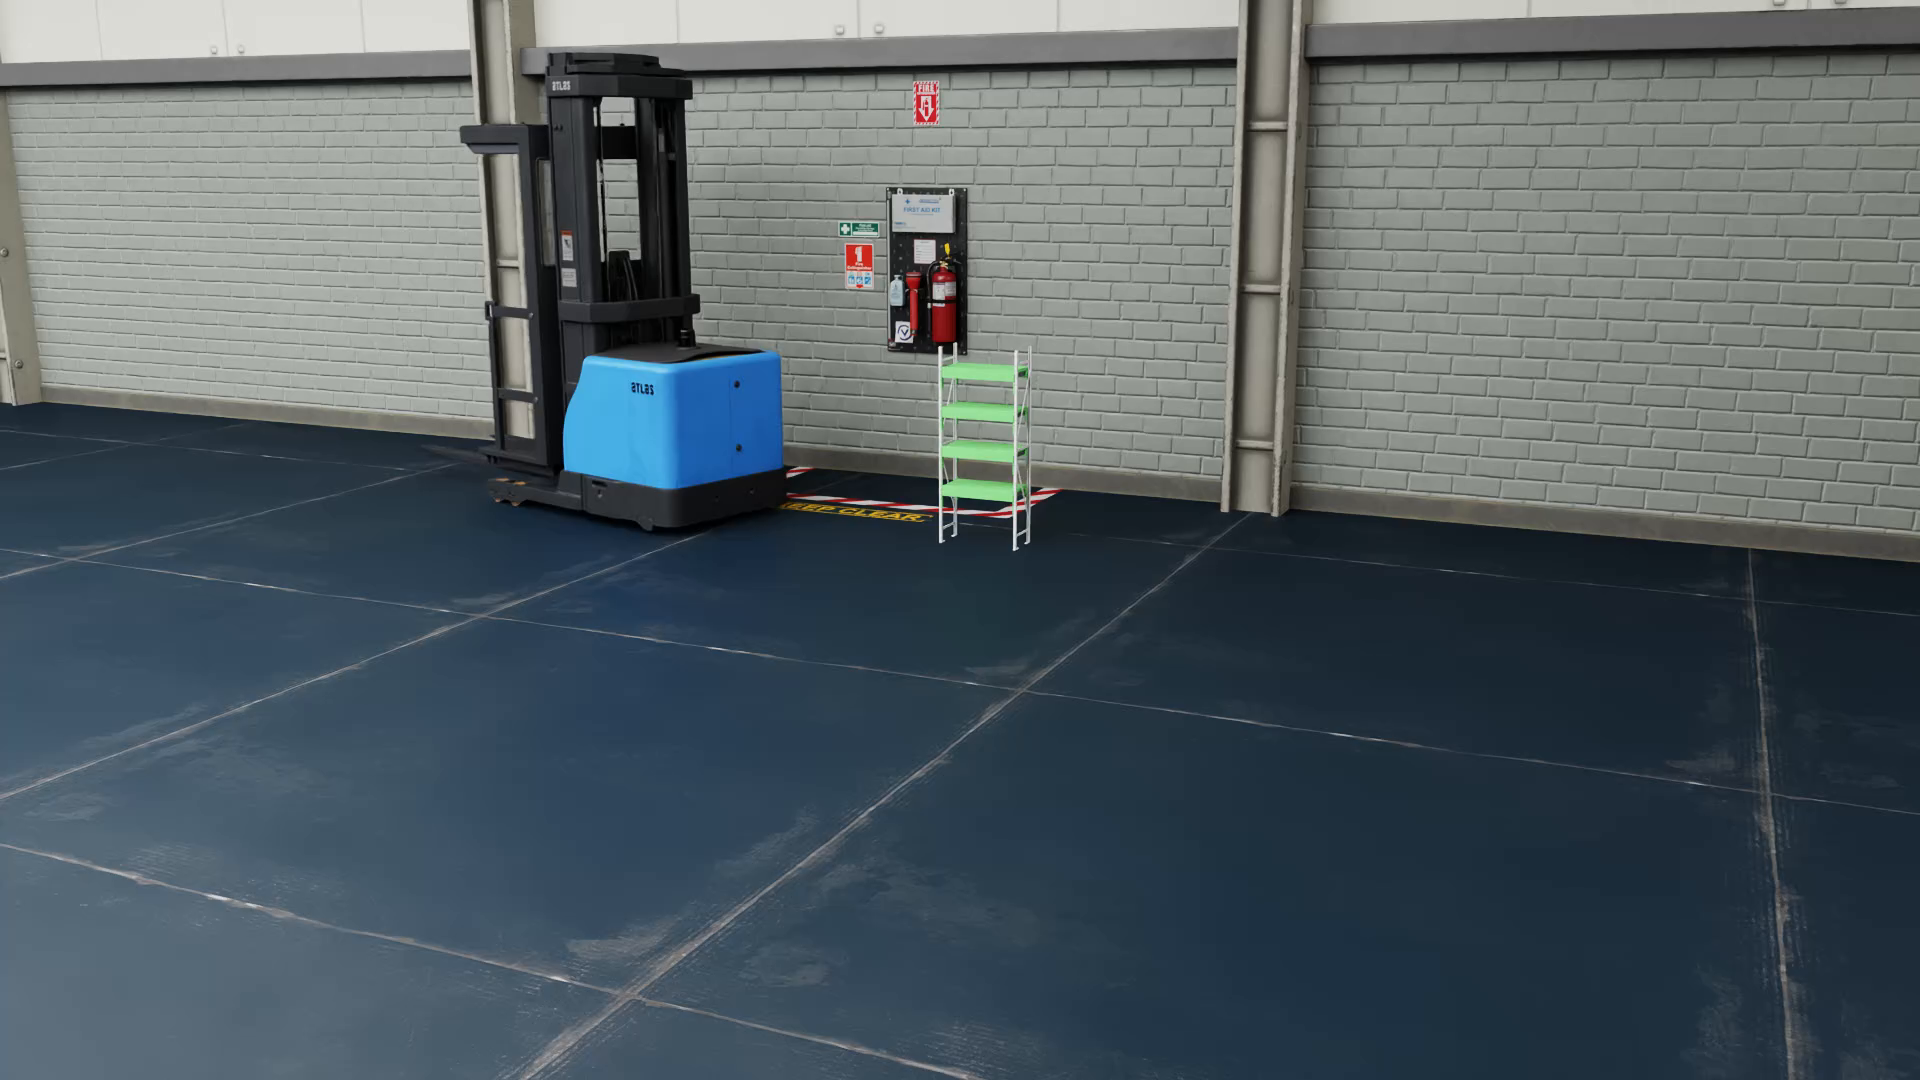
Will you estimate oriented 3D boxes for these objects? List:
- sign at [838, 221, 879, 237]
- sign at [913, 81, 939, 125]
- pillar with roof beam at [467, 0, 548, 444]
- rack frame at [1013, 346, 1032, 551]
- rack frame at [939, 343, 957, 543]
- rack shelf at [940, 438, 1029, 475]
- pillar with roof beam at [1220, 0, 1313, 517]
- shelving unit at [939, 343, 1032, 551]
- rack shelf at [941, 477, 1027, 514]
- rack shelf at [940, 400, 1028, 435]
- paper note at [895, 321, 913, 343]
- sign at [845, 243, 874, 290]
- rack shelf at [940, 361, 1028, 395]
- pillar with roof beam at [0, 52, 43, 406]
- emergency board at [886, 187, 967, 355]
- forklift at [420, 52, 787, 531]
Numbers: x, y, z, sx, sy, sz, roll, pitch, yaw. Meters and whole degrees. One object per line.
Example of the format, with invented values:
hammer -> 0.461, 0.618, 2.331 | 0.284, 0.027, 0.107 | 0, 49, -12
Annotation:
sign -> -0.732, -2.246, 12.024 | 0.331, 0.109, 0.001 | 6, 14, 23
sign -> -0.236, -3.051, 11.615 | 0.199, 0.298, 0.001 | 6, 14, 23
pillar with roof beam -> -5.254, -4.241, 8.629 | 0.400, 9.000, 9.100 | 6, 14, 23
rack frame -> 0.374, -0.546, 9.956 | 0.015, 1.200, 0.240 | 6, 14, 23
rack frame -> -0.072, -0.591, 10.149 | 0.015, 1.200, 0.240 | 6, 14, 23
rack shelf -> 0.151, -0.507, 10.067 | 0.480, 0.148, 0.258 | 6, 14, 23
pillar with roof beam -> 0.232, -3.685, 6.263 | 0.400, 9.000, 9.100 | 6, 14, 23
shelving unit -> 0.151, -0.569, 10.052 | 0.503, 1.200, 0.258 | 6, 14, 23
rack shelf -> 0.151, -0.273, 10.122 | 0.480, 0.148, 0.258 | 6, 14, 23
rack shelf -> 0.151, -0.740, 10.012 | 0.480, 0.148, 0.258 | 6, 14, 23
paper note -> -0.402, -1.503, 12.020 | 0.142, 0.148, 0.016 | 6, 14, 23
sign -> -0.732, -1.991, 12.094 | 0.234, 0.329, 0.001 | 6, 14, 23
rack shelf -> 0.151, -0.974, 9.957 | 0.480, 0.148, 0.258 | 6, 14, 23
pillar with roof beam -> -10.740, -4.796, 10.995 | 0.400, 9.000, 9.100 | 6, 14, 23
emergency board -> -0.269, -1.901, 11.788 | 0.643, 1.169, 0.194 | 6, 14, 23
forklift -> -2.597, -1.736, 11.238 | 3.031, 2.935, 1.130 | 11, 17, 39
